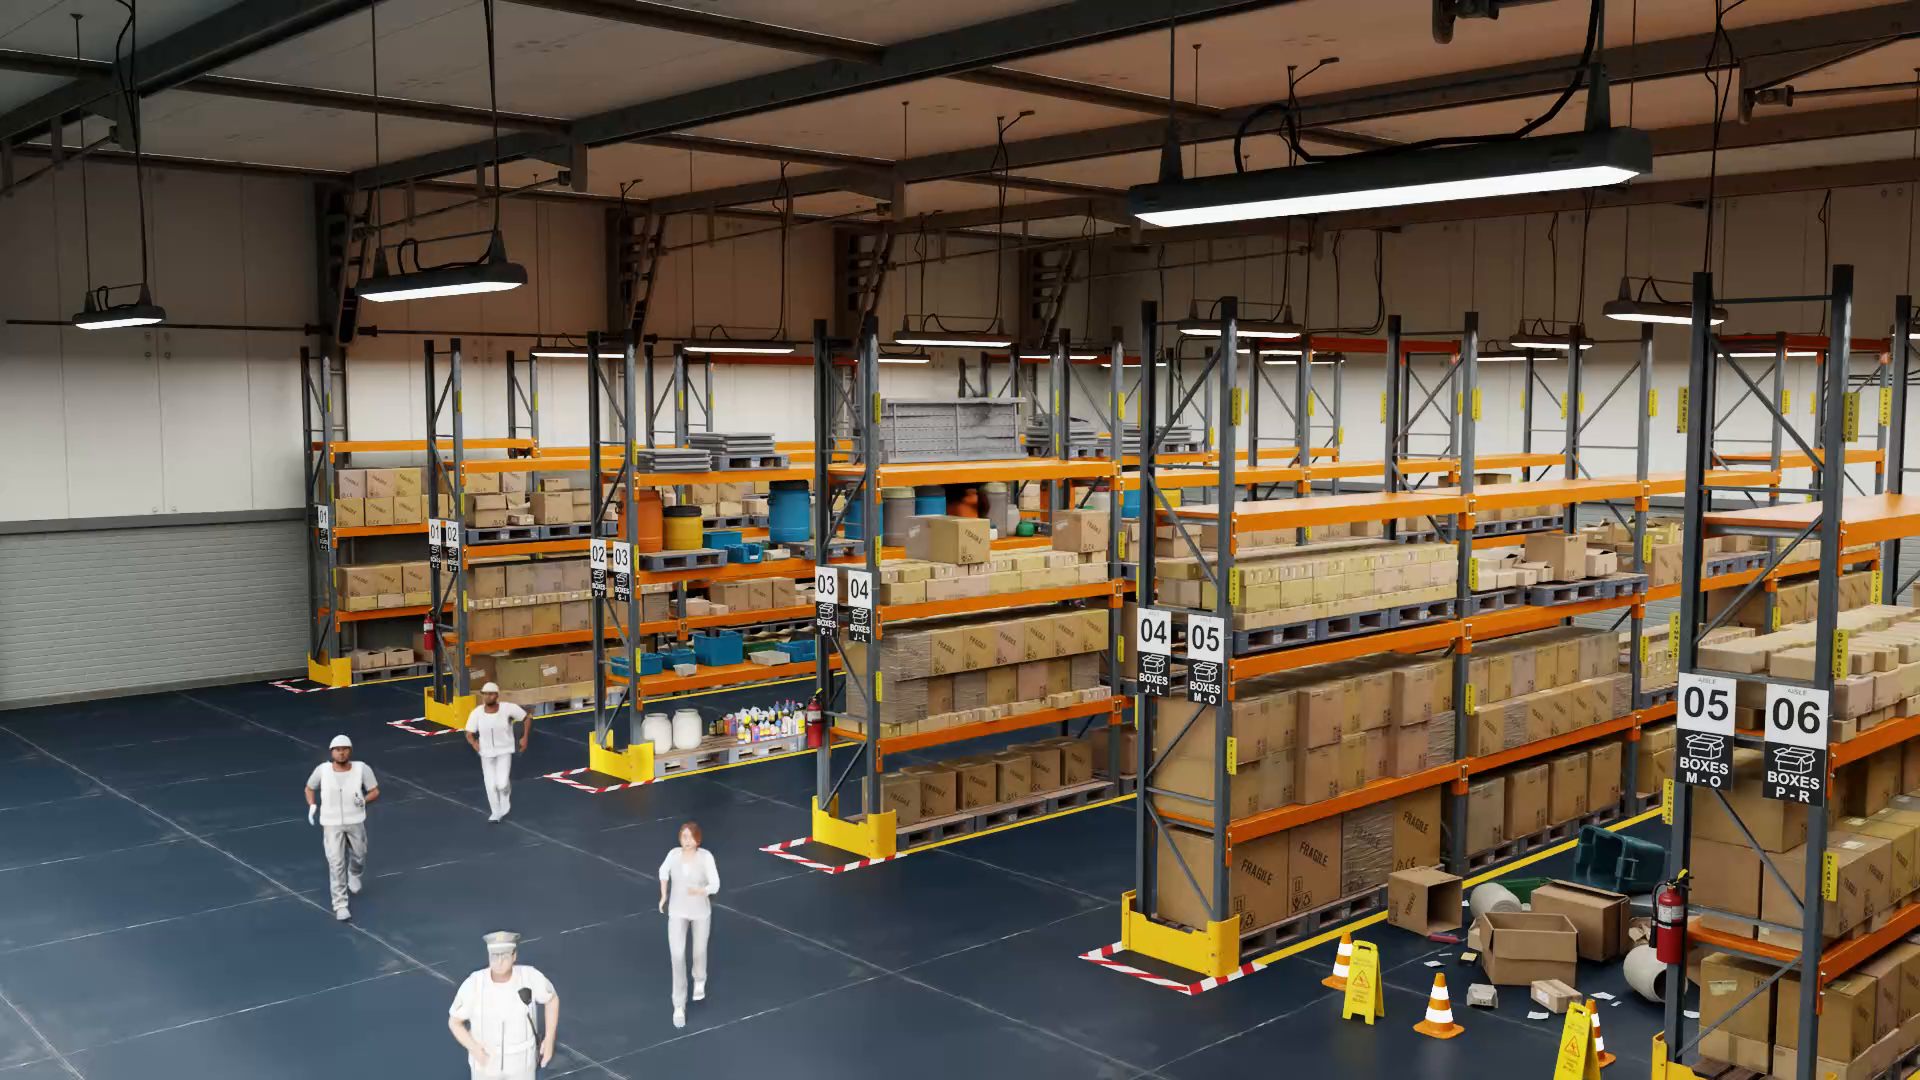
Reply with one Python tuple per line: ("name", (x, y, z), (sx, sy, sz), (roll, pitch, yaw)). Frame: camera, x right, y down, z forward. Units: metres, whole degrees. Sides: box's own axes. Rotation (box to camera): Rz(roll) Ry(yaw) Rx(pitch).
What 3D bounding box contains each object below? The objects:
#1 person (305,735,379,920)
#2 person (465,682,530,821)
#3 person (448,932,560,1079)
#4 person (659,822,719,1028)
("person", (-6.145, 2.820, 16.574), (0.696, 1.763, 0.946), (-2, 5, -21))
("person", (-5.539, 2.550, 19.874), (0.724, 1.712, 0.718), (0, 5, -3))
("person", (-2.929, 3.351, 10.672), (0.663, 1.794, 0.839), (-1, 5, -13))
("person", (-2.250, 3.145, 13.826), (0.511, 1.643, 0.722), (0, 5, -5))
